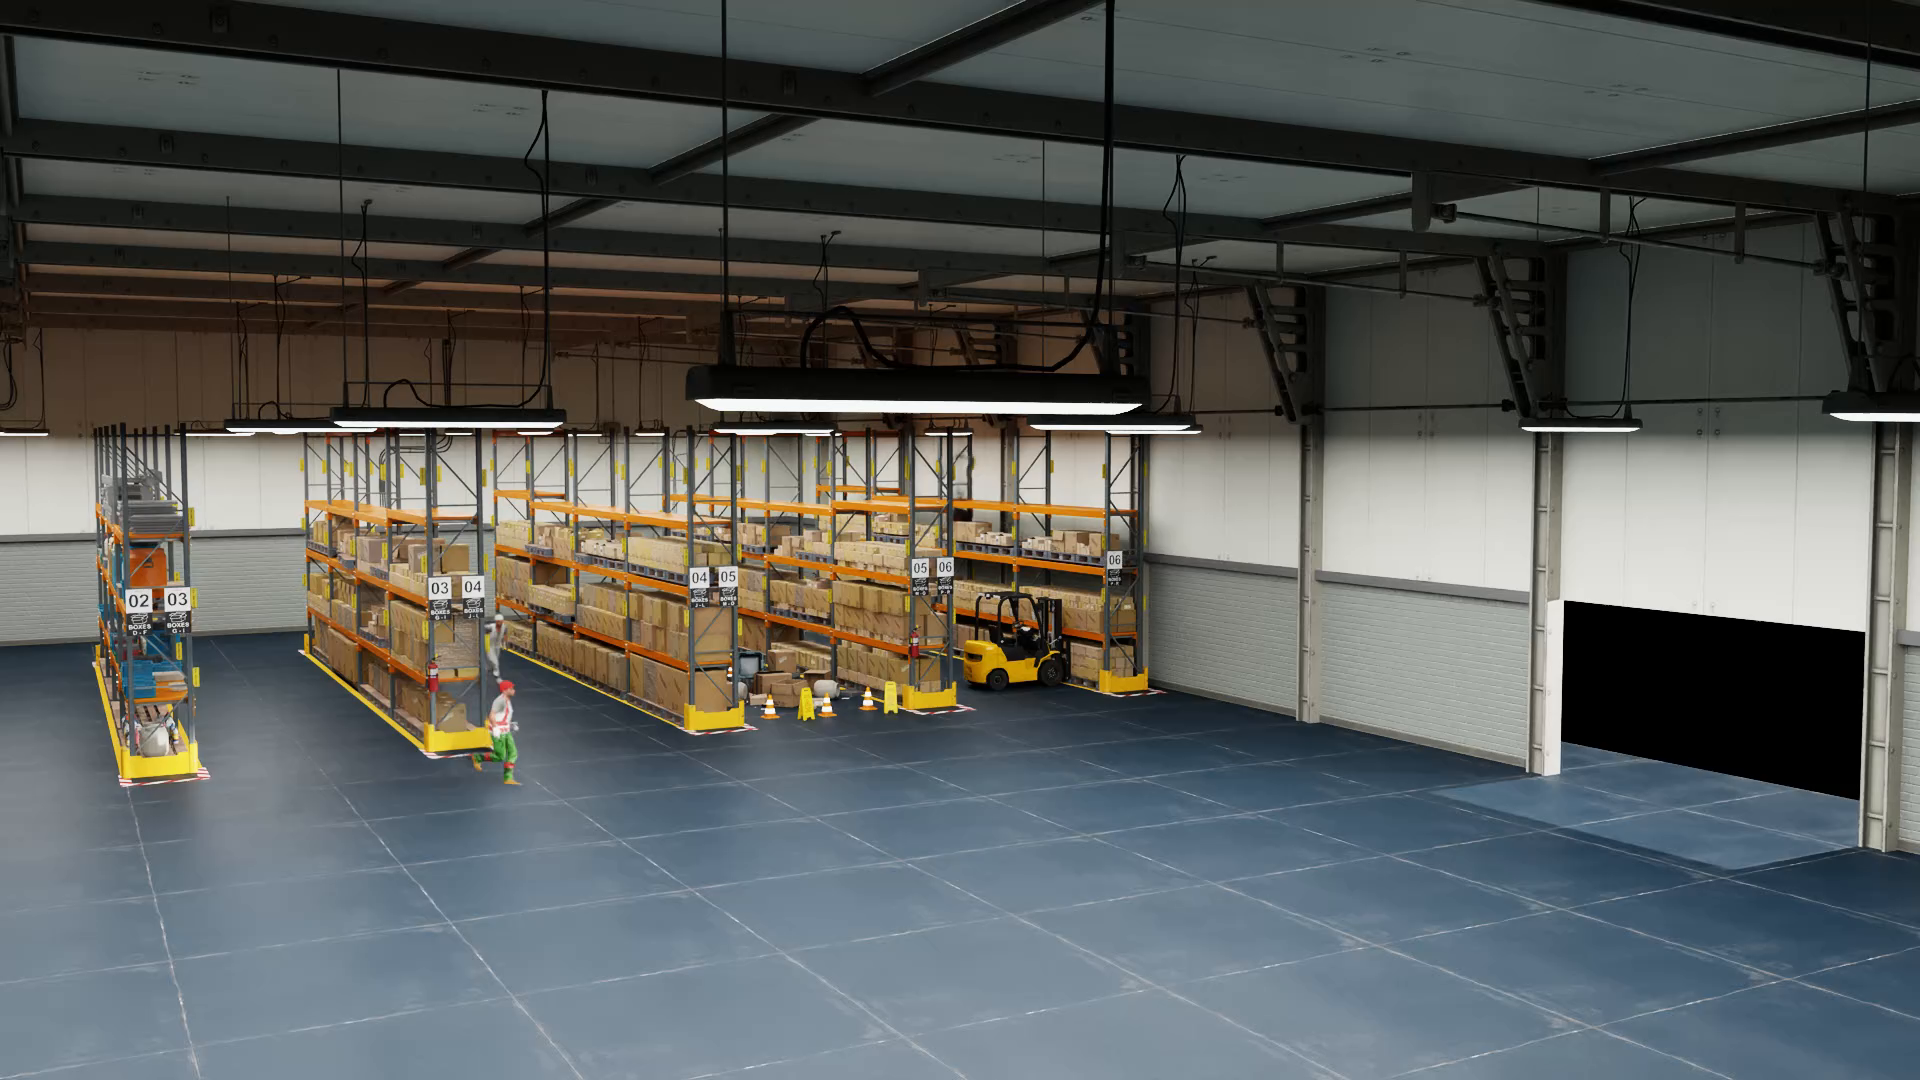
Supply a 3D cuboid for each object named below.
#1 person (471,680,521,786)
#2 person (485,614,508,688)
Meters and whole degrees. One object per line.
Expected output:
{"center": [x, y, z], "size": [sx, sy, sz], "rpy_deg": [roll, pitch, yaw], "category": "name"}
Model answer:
{"center": [-7.686, 3.204, 27.569], "size": [0.837, 1.758, 0.675], "rpy_deg": [0, 3, 4], "category": "person"}
{"center": [-10.858, 2.554, 38.557], "size": [0.691, 1.728, 1.056], "rpy_deg": [-3, 4, -40], "category": "person"}
